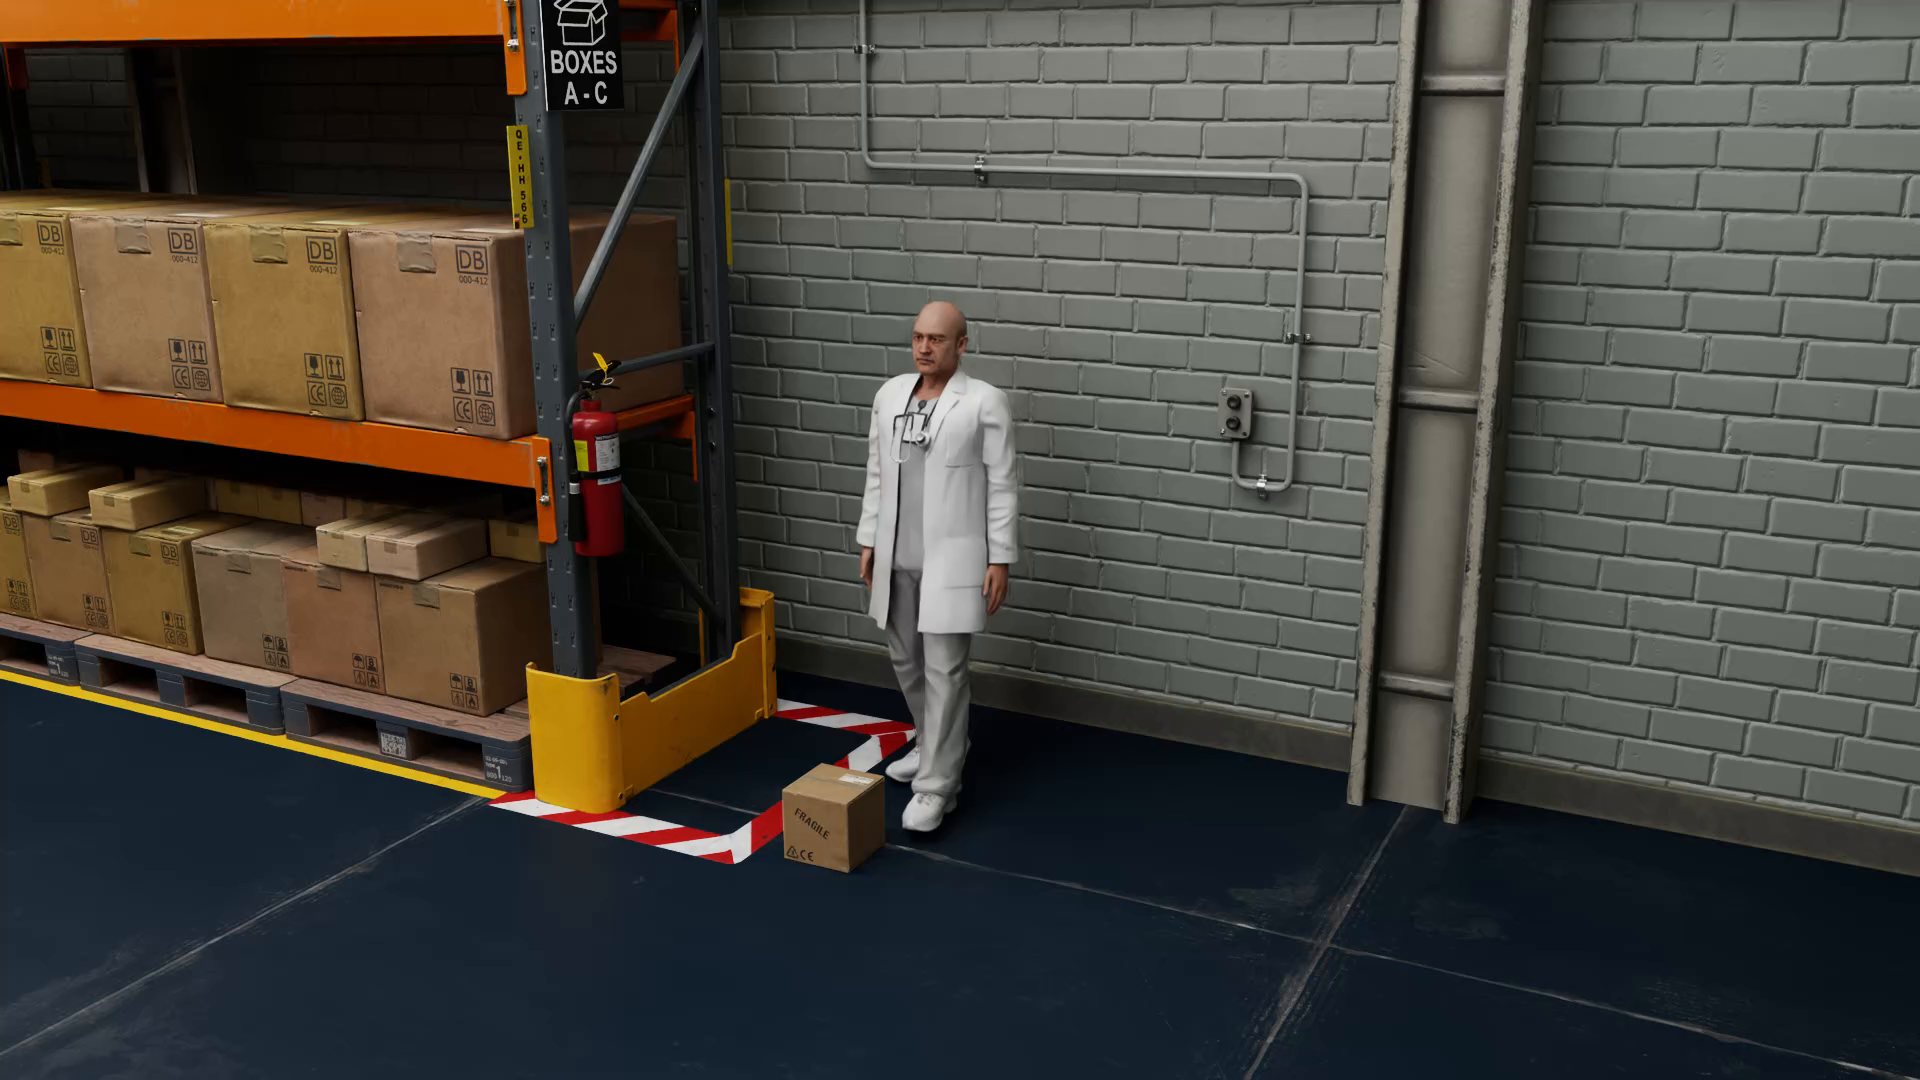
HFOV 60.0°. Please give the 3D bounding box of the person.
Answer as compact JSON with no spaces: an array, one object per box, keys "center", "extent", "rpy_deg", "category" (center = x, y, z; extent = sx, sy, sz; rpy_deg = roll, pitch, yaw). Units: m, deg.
[{"center":[-0.115,0.070,5.774],"extent":[0.624,1.783,0.721],"rpy_deg":[9,18,30],"category":"person"}]
